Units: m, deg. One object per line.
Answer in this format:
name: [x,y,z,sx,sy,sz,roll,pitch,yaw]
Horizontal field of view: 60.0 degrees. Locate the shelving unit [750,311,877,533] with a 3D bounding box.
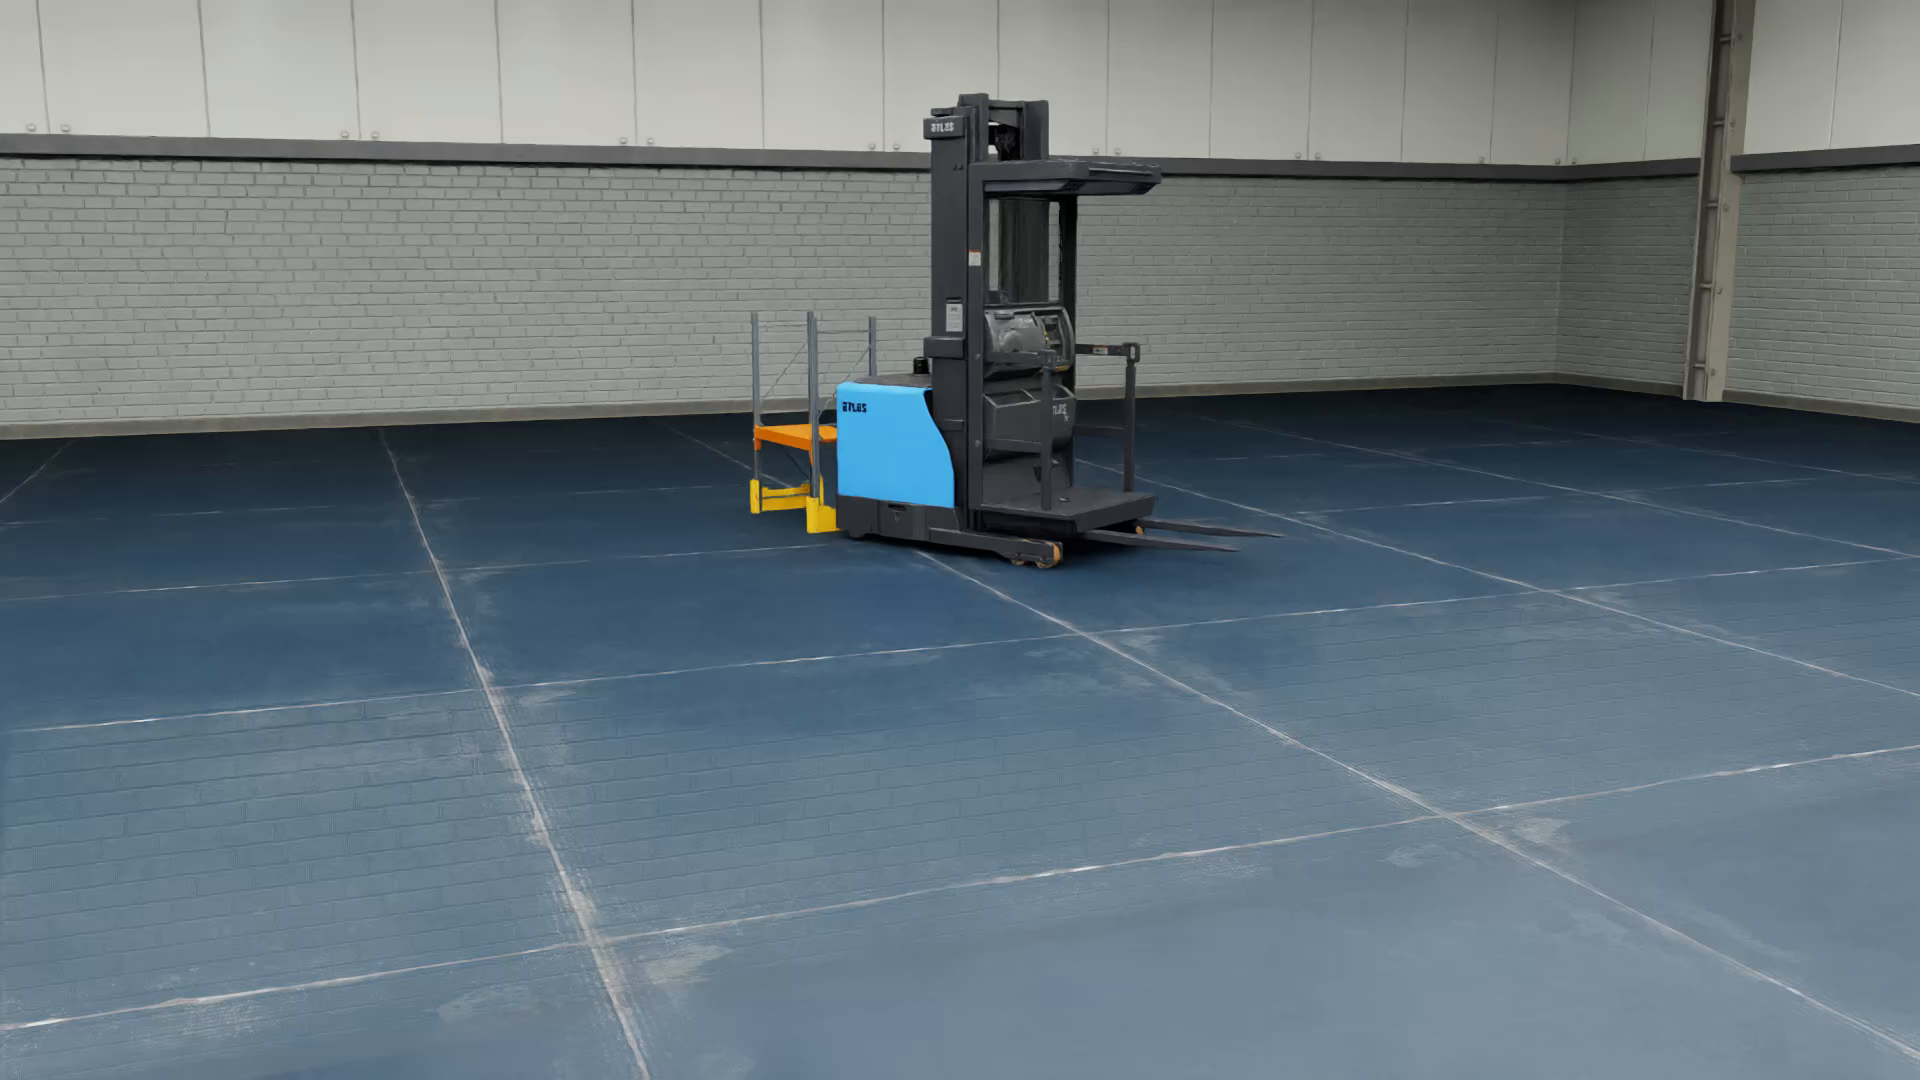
shelving unit: [-1.067,-0.893,12.156,0.587,1.500,1.083,-6,12,-30]

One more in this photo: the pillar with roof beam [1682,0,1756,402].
pillar with roof beam: [5.649,-5.973,19.302,9.100,9.000,0.400,-4,11,-21]

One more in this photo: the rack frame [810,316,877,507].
rack frame: [-0.815,-0.817,11.731,0.500,1.500,0.032,-6,12,-30]

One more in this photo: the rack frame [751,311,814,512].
rack frame: [-1.328,-0.971,12.595,0.500,1.500,0.032,-6,12,-30]

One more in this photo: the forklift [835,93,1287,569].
forklift: [0.623,-1.369,10.747,3.031,2.935,1.130,8,13,36]

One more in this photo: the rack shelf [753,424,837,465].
rack shelf: [-1.071,-0.717,12.195,0.538,0.185,1.000,-6,12,-30]

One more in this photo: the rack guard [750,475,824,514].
rack guard: [-1.318,-0.353,12.688,0.587,0.250,0.087,-6,12,-30]

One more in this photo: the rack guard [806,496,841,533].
rack guard: [-0.815,-0.202,11.842,0.587,0.250,0.087,-6,12,-30]
